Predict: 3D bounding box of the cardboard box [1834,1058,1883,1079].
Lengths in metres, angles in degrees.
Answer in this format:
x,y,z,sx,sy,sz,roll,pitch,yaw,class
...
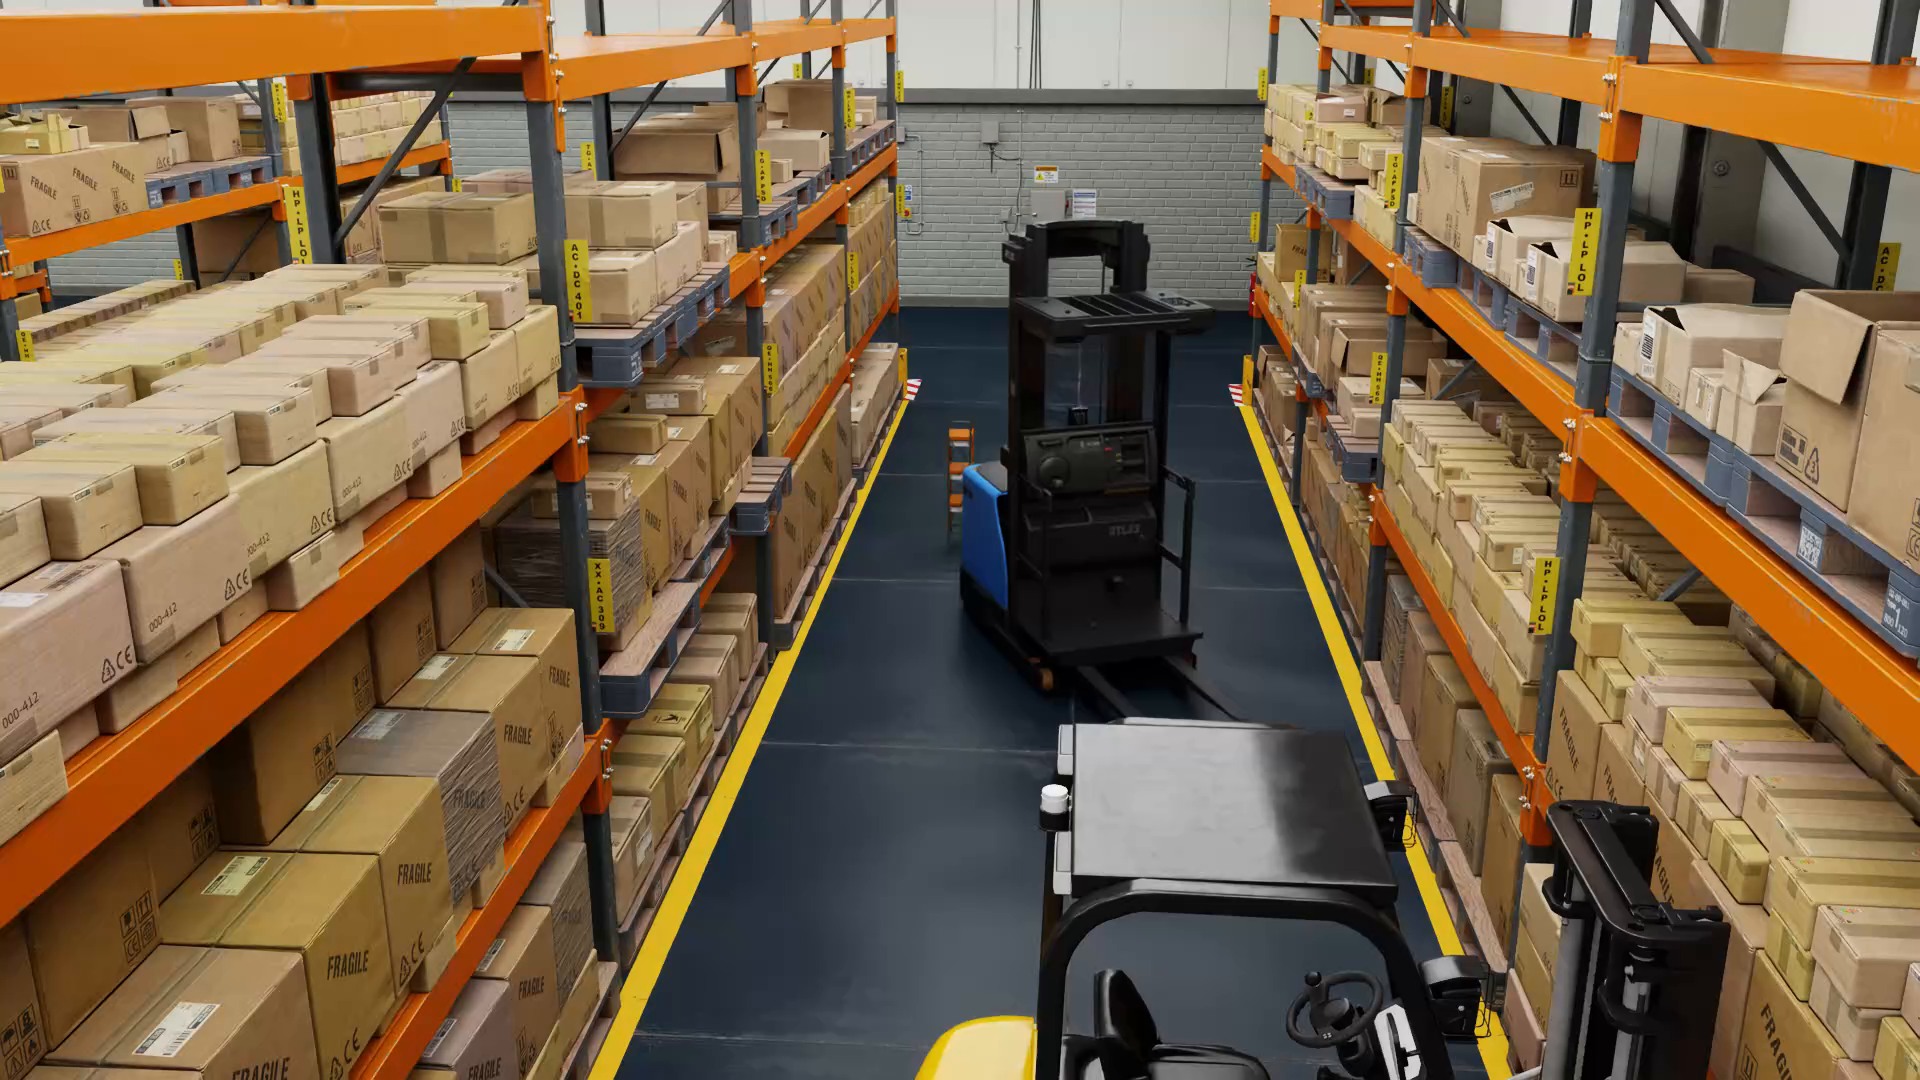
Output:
x,y,z,sx,sy,sz,roll,pitch,yaw,class
2.427,1.621,3.997,0.500,0.500,0.500,2,18,6,cardboard box

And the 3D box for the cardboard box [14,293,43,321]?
x,y,z,sx,sy,sz,roll,pitch,yaw,class
-11.047,-2.301,18.866,0.875,0.875,0.875,1,18,4,cardboard box

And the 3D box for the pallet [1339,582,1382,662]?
x,y,z,sx,sy,sz,roll,pitch,yaw,class
3.272,0.598,11.759,1.003,0.211,1.213,1,18,4,pallet

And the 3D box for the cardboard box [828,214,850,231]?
x,y,z,sx,sy,sz,roll,pitch,yaw,class
-1.199,-2.851,14.999,0.380,0.149,0.250,2,18,5,cardboard box

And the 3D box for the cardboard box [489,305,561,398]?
x,y,z,sx,sy,sz,roll,pitch,yaw,class
-1.820,-0.715,6.235,0.500,0.250,0.500,1,18,3,cardboard box

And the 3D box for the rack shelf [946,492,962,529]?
x,y,z,sx,sy,sz,roll,pitch,yaw,class
0.004,-0.241,13.900,0.215,0.259,0.240,1,18,4,rack shelf

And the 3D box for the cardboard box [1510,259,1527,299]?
x,y,z,sx,sy,sz,roll,pitch,yaw,class
2.670,-1.155,7.383,0.380,0.149,0.250,1,18,4,cardboard box

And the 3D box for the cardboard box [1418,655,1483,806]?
x,y,z,sx,sy,sz,roll,pitch,yaw,class
3.036,1.038,9.076,0.875,0.625,0.625,1,18,2,cardboard box

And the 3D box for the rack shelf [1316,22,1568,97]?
x,y,z,sx,sy,sz,roll,pitch,yaw,class
3.325,-3.436,11.756,1.077,0.370,4.000,1,18,4,rack shelf

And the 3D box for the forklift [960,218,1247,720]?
x,y,z,sx,sy,sz,roll,pitch,yaw,class
0.938,-0.532,10.839,1.130,2.935,3.031,-6,19,-17,forklift

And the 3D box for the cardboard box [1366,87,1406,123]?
x,y,z,sx,sy,sz,roll,pitch,yaw,class
3.514,-3.533,13.497,0.396,0.266,0.258,1,18,3,cardboard box

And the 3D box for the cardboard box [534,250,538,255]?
x,y,z,sx,sy,sz,roll,pitch,yaw,class
-2.118,-1.259,7.697,0.500,0.250,0.500,2,18,5,cardboard box

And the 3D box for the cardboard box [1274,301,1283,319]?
x,y,z,sx,sy,sz,roll,pitch,yaw,class
3.317,-2.284,16.480,0.380,0.149,0.250,2,18,5,cardboard box

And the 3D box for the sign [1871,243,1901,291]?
x,y,z,sx,sy,sz,roll,pitch,yaw,class
3.448,-0.951,6.232,0.100,0.325,0.005,1,18,4,sign

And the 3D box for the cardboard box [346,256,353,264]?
x,y,z,sx,sy,sz,roll,pitch,yaw,class
-6.113,-2.418,15.847,0.500,0.500,0.500,1,18,4,cardboard box

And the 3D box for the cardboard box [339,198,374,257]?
x,y,z,sx,sy,sz,roll,pitch,yaw,class
-6.063,-3.043,16.149,0.500,0.500,0.500,2,18,5,cardboard box

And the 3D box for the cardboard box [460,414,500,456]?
x,y,z,sx,sy,sz,roll,pitch,yaw,class
-1.875,-0.408,5.938,0.380,0.149,0.250,1,18,4,cardboard box

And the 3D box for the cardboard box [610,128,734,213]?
x,y,z,sx,sy,sz,roll,pitch,yaw,class
-1.893,-2.400,10.774,0.797,0.503,0.637,0,18,1,cardboard box

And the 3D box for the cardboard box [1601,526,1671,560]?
x,y,z,sx,sy,sz,roll,pitch,yaw,class
3.221,0.046,7.762,0.380,0.149,0.250,1,18,3,cardboard box

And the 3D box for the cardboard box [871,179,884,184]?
x,y,z,sx,sy,sz,roll,pitch,yaw,class
-1.022,-3.805,17.911,0.380,0.149,0.250,2,18,5,cardboard box

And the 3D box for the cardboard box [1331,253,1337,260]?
x,y,z,sx,sy,sz,roll,pitch,yaw,class
3.986,-2.902,17.726,0.500,0.250,0.500,2,18,6,cardboard box

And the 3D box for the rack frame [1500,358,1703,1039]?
x,y,z,sx,sy,sz,roll,pitch,yaw,class
2.894,0.746,6.829,1.000,3.000,0.127,1,18,4,rack frame

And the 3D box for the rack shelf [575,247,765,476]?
x,y,z,sx,sy,sz,roll,pitch,yaw,class
-1.913,-1.068,8.704,1.077,0.370,4.000,1,18,4,rack shelf

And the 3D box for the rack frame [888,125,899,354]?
x,y,z,sx,sy,sz,roll,pitch,yaw,class
-1.196,-3.090,18.537,1.000,3.000,0.127,1,18,4,rack frame

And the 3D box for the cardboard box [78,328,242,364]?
x,y,z,sx,sy,sz,roll,pitch,yaw,class
-2.444,-0.552,5.097,0.380,0.149,0.250,1,18,3,cardboard box

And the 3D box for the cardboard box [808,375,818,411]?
x,y,z,sx,sy,sz,roll,pitch,yaw,class
-1.389,-1.157,12.878,0.500,0.250,0.500,1,18,4,cardboard box

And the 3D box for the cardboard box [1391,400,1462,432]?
x,y,z,sx,sy,sz,roll,pitch,yaw,class
2.865,-0.760,10.221,0.380,0.149,0.250,2,18,6,cardboard box

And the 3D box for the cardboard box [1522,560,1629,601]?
x,y,z,sx,sy,sz,roll,pitch,yaw,class
2.698,0.199,7.297,0.380,0.149,0.250,1,18,3,cardboard box

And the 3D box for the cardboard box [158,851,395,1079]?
x,y,z,sx,sy,sz,roll,pitch,yaw,class
-1.964,1.230,4.714,0.500,0.500,0.500,1,18,3,cardboard box

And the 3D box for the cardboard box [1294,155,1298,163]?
x,y,z,sx,sy,sz,roll,pitch,yaw,class
3.330,-3.559,15.553,0.380,0.149,0.250,1,18,4,cardboard box

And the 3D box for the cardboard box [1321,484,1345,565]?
x,y,z,sx,sy,sz,roll,pitch,yaw,class
3.097,-0.124,12.823,0.500,0.500,0.500,1,18,2,cardboard box

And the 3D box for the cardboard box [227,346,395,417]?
x,y,z,sx,sy,sz,roll,pitch,yaw,class
-1.878,-0.462,4.820,0.380,0.149,0.250,2,18,5,cardboard box

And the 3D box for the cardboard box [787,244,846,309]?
x,y,z,sx,sy,sz,roll,pitch,yaw,class
-1.265,-2.226,14.134,0.500,0.500,0.500,2,18,6,cardboard box

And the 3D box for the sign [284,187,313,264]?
x,y,z,sx,sy,sz,roll,pitch,yaw,class
-2.611,-1.233,6.589,0.100,0.325,0.005,1,18,4,sign

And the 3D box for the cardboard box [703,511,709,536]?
x,y,z,sx,sy,sz,roll,pitch,yaw,class
-1.591,-0.096,9.128,0.380,0.149,0.250,1,18,2,cardboard box

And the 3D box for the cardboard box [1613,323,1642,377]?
x,y,z,sx,sy,sz,roll,pitch,yaw,class
2.559,-0.674,5.915,0.380,0.149,0.250,2,18,5,cardboard box

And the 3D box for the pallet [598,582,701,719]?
x,y,z,sx,sy,sz,roll,pitch,yaw,class
-1.857,0.494,7.908,1.003,0.211,1.213,1,18,4,pallet

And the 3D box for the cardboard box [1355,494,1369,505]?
x,y,z,sx,sy,sz,roll,pitch,yaw,class
3.080,-0.222,12.083,0.380,0.149,0.250,2,18,6,cardboard box

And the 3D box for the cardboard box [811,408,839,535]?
x,y,z,sx,sy,sz,roll,pitch,yaw,class
-1.505,-0.563,13.562,0.875,0.875,0.875,2,18,6,cardboard box

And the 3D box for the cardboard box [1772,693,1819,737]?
x,y,z,sx,sy,sz,roll,pitch,yaw,class
3.117,0.656,5.900,0.380,0.149,0.250,2,18,5,cardboard box

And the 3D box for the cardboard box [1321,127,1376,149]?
x,y,z,sx,sy,sz,roll,pitch,yaw,class
3.008,-3.107,12.862,0.380,0.149,0.250,1,18,3,cardboard box

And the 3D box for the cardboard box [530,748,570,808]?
x,y,z,sx,sy,sz,roll,pitch,yaw,class
-1.787,0.940,6.640,0.380,0.149,0.250,2,18,5,cardboard box

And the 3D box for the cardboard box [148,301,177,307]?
x,y,z,sx,sy,sz,roll,pitch,yaw,class
-6.340,-1.840,13.494,0.380,0.149,0.250,1,18,2,cardboard box

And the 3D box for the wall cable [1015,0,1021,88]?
x,y,z,sx,sy,sz,roll,pitch,yaw,class
-0.320,-7.697,22.960,2.355,3.000,0.029,1,18,4,wall cable

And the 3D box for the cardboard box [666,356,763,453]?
x,y,z,sx,sy,sz,roll,pitch,yaw,class
-1.525,-0.847,10.378,0.500,0.500,0.500,1,18,2,cardboard box

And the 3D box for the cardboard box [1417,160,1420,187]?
x,y,z,sx,sy,sz,roll,pitch,yaw,class
2.911,-2.295,10.414,0.380,0.149,0.250,2,18,6,cardboard box

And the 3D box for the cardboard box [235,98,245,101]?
x,y,z,sx,sy,sz,roll,pitch,yaw,class
-6.669,-3.894,14.971,0.380,0.149,0.250,2,18,5,cardboard box

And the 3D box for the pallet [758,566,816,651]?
x,y,z,sx,sy,sz,roll,pitch,yaw,class
-1.638,0.476,12.131,1.003,0.211,1.213,1,18,4,pallet

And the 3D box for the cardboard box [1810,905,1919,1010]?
x,y,z,sx,sy,sz,roll,pitch,yaw,class
2.402,1.057,4.199,0.380,0.149,0.250,2,18,5,cardboard box

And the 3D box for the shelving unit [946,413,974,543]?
x,y,z,sx,sy,sz,roll,pitch,yaw,class
0.004,-0.516,13.810,0.215,1.050,0.252,1,18,4,shelving unit

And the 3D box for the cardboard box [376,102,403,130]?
x,y,z,sx,sy,sz,roll,pitch,yaw,class
-5.995,-4.295,16.833,0.500,0.250,0.500,2,18,5,cardboard box

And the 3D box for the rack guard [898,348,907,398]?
x,y,z,sx,sy,sz,roll,pitch,yaw,class
-1.195,-1.910,18.949,1.175,0.500,0.348,1,18,4,rack guard

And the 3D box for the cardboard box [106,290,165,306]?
x,y,z,sx,sy,sz,roll,pitch,yaw,class
-6.950,-2.012,14.019,0.380,0.149,0.250,1,18,4,cardboard box

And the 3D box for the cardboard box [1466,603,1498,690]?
x,y,z,sx,sy,sz,roll,pitch,yaw,class
2.700,0.499,7.824,0.500,0.250,0.500,1,18,4,cardboard box

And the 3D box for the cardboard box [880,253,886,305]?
x,y,z,sx,sy,sz,roll,pitch,yaw,class
-1.045,-2.667,17.084,0.500,0.500,0.500,2,18,6,cardboard box

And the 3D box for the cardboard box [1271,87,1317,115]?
x,y,z,sx,sy,sz,roll,pitch,yaw,class
3.417,-4.424,16.751,0.500,0.250,0.500,1,18,4,cardboard box

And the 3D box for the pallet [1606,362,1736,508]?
x,y,z,sx,sy,sz,roll,pitch,yaw,class
2.859,-0.372,5.565,1.003,0.211,1.213,1,18,4,pallet
